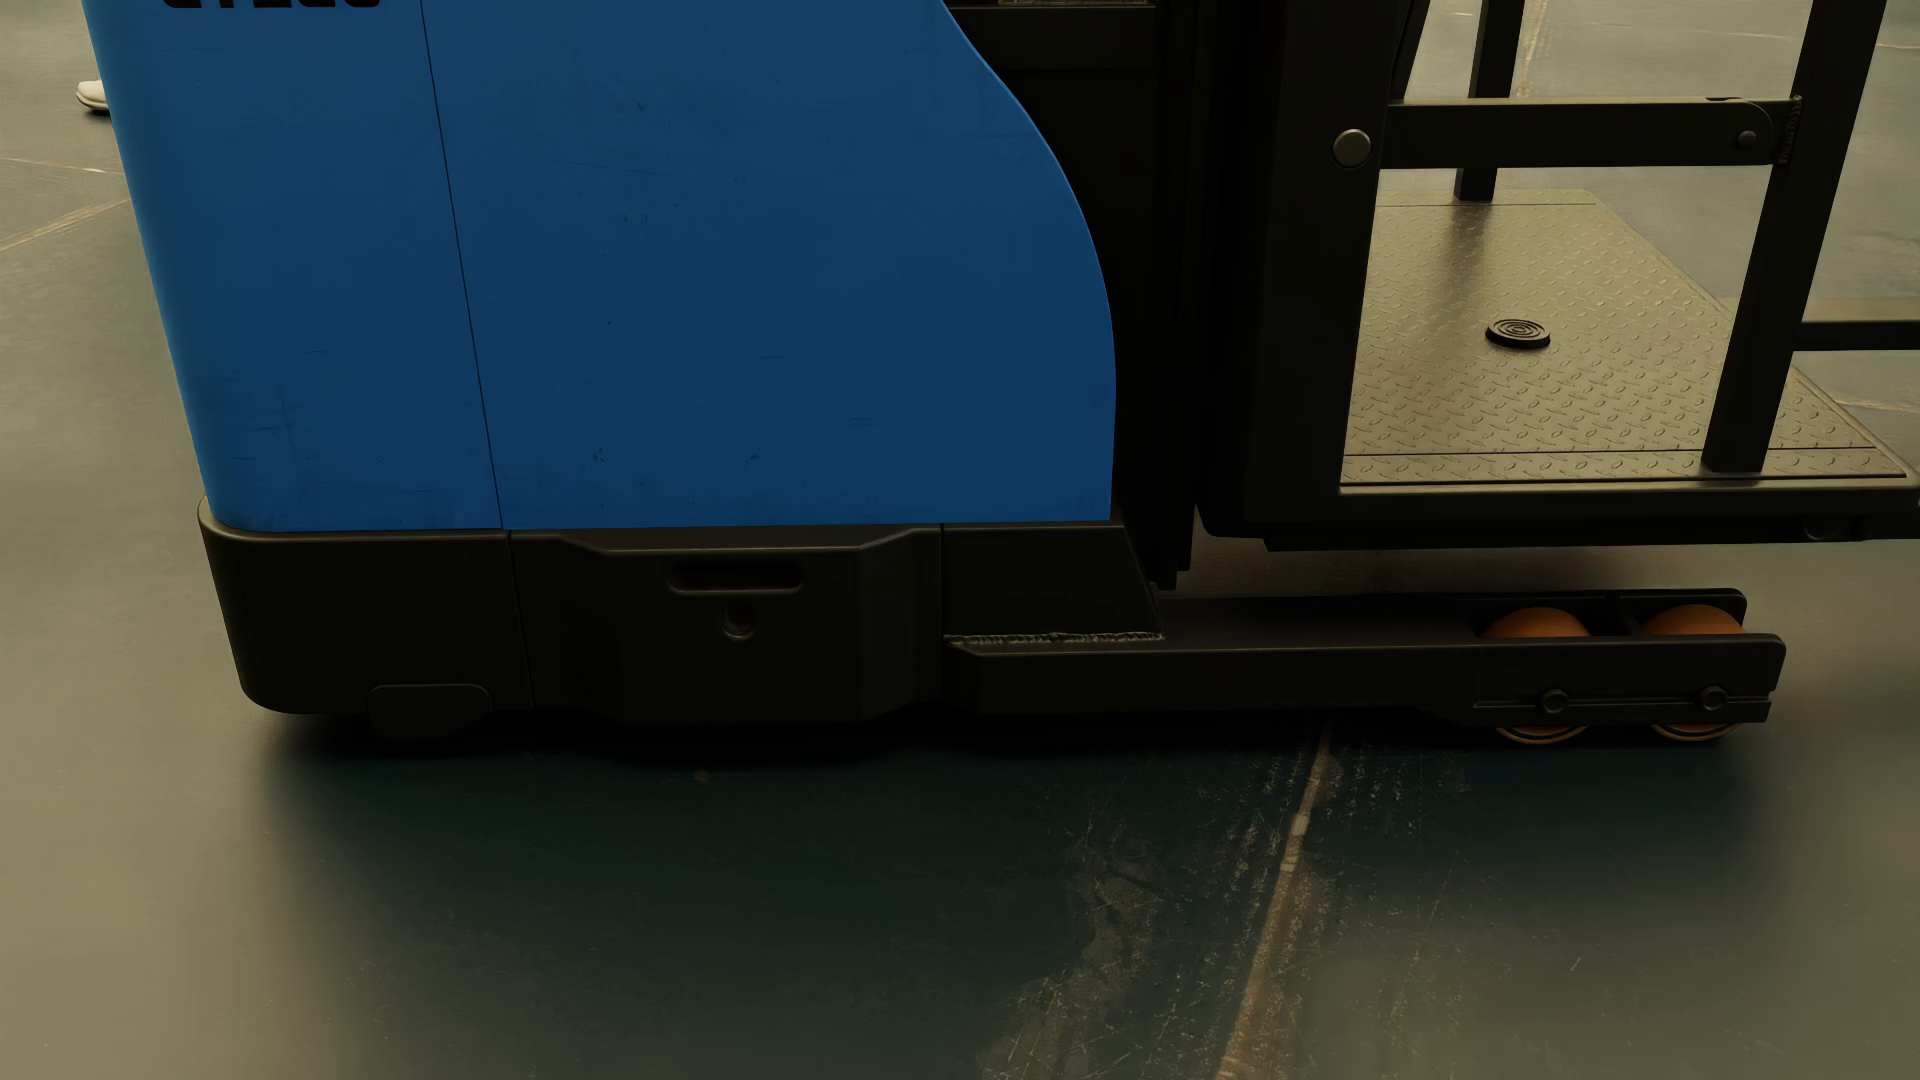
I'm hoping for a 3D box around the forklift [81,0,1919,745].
[{"bbox_3d":[0.608,-1.285,1.795,3.031,2.935,1.130,-1,30,-2],"label":"forklift"}]

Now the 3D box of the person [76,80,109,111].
[{"bbox_3d":[-2.252,-1.975,4.168,0.577,1.777,0.656,12,32,19],"label":"person"}]
